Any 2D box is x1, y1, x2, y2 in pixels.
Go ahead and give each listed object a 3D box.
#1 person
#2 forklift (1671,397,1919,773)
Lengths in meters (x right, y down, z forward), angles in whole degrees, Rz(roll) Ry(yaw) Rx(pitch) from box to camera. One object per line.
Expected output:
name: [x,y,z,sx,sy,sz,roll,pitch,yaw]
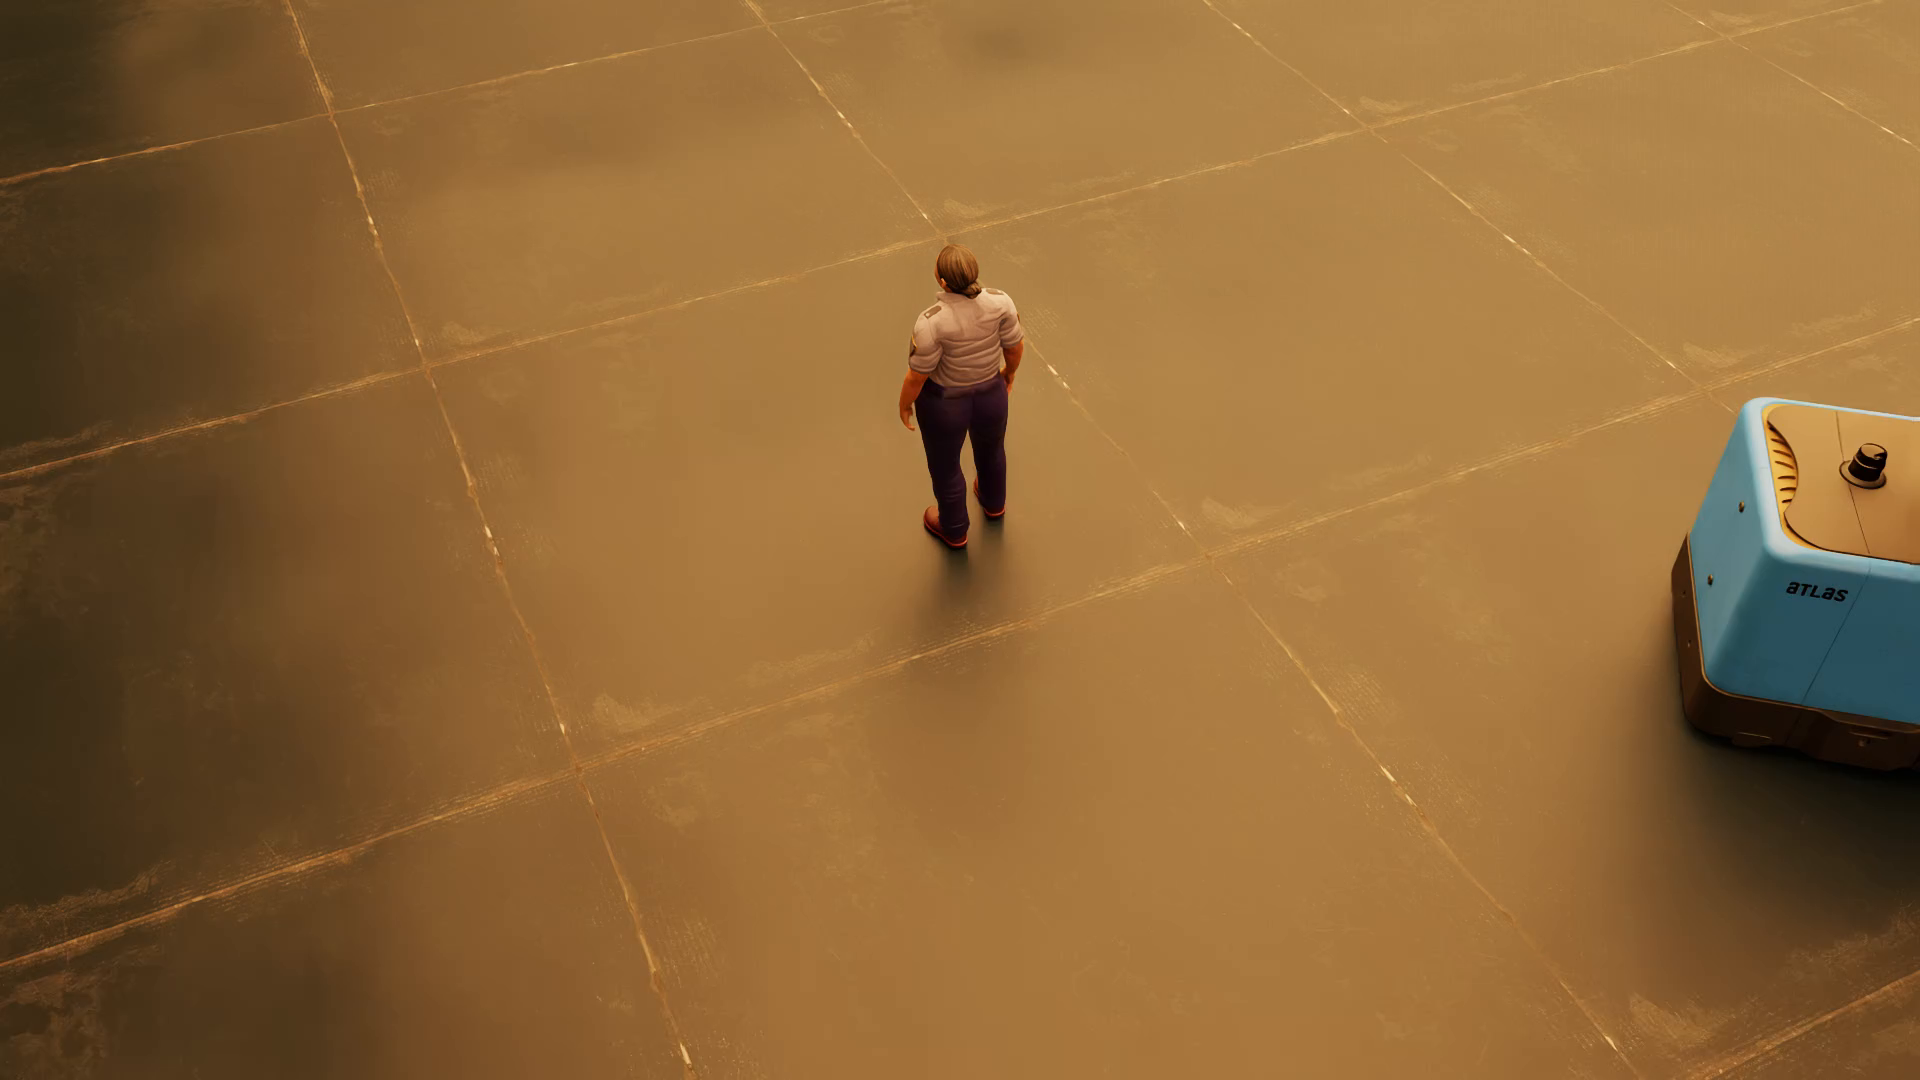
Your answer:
person: [-0.017,-0.667,7.330,0.598,1.643,0.503,-18,46,-18]
forklift: [4.602,-0.338,6.042,3.031,2.935,1.130,9,44,10]
